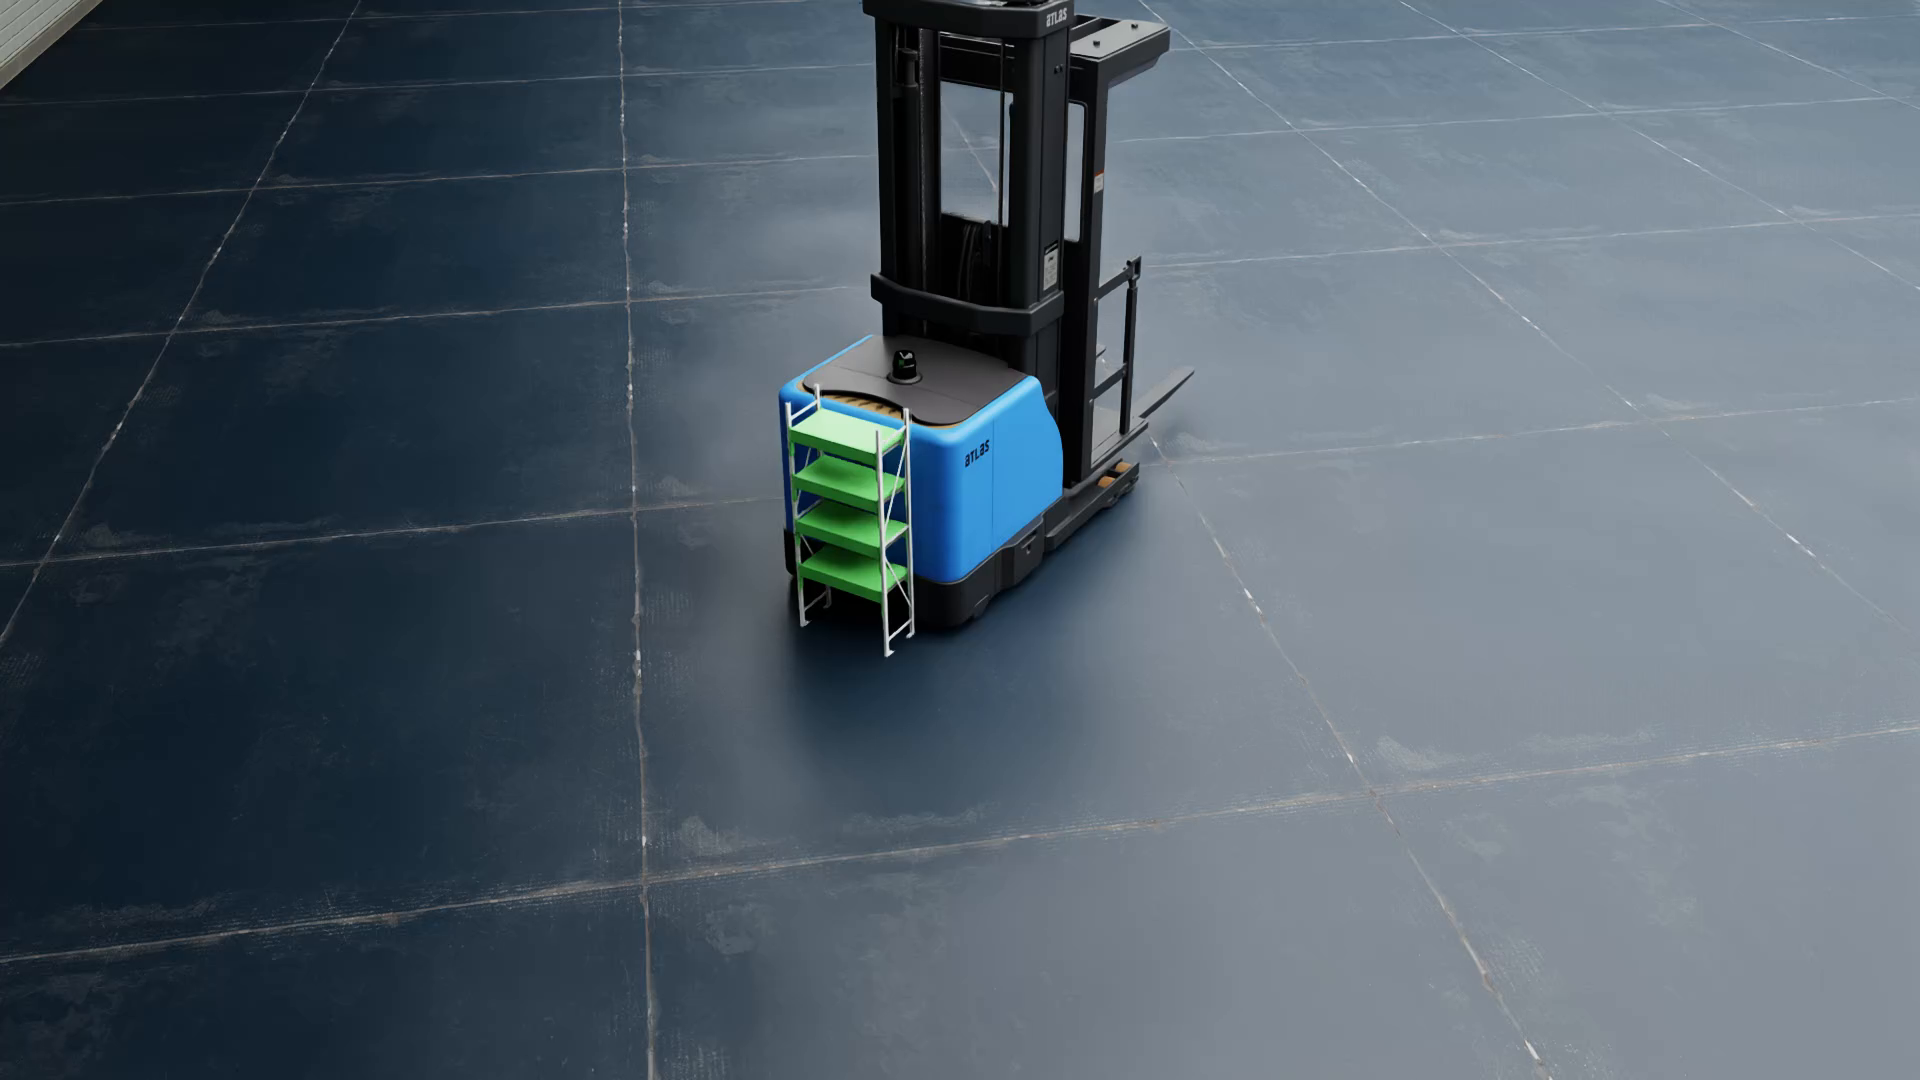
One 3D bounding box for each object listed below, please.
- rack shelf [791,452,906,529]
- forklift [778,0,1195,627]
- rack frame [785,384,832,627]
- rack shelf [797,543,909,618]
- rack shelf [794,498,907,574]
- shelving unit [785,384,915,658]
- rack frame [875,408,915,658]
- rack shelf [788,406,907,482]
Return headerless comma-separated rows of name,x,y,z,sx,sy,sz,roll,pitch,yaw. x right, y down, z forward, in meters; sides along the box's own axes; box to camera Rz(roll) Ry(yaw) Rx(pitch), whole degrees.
rack shelf,-0.501,-0.231,7.608,0.480,0.148,0.258,17,36,27
forklift,0.335,-1.559,8.509,1.130,2.935,3.031,18,35,27
rack frame,-0.707,-0.146,7.810,0.015,1.200,0.240,17,36,27
rack shelf,-0.497,0.179,7.857,0.480,0.148,0.258,17,36,27
rack shelf,-0.499,-0.026,7.732,0.480,0.148,0.258,17,36,27
shelving unit,-0.500,-0.081,7.699,0.503,1.200,0.258,17,36,27
rack frame,-0.292,-0.016,7.589,0.015,1.200,0.240,17,36,27
rack shelf,-0.503,-0.437,7.483,0.480,0.148,0.258,17,36,27
